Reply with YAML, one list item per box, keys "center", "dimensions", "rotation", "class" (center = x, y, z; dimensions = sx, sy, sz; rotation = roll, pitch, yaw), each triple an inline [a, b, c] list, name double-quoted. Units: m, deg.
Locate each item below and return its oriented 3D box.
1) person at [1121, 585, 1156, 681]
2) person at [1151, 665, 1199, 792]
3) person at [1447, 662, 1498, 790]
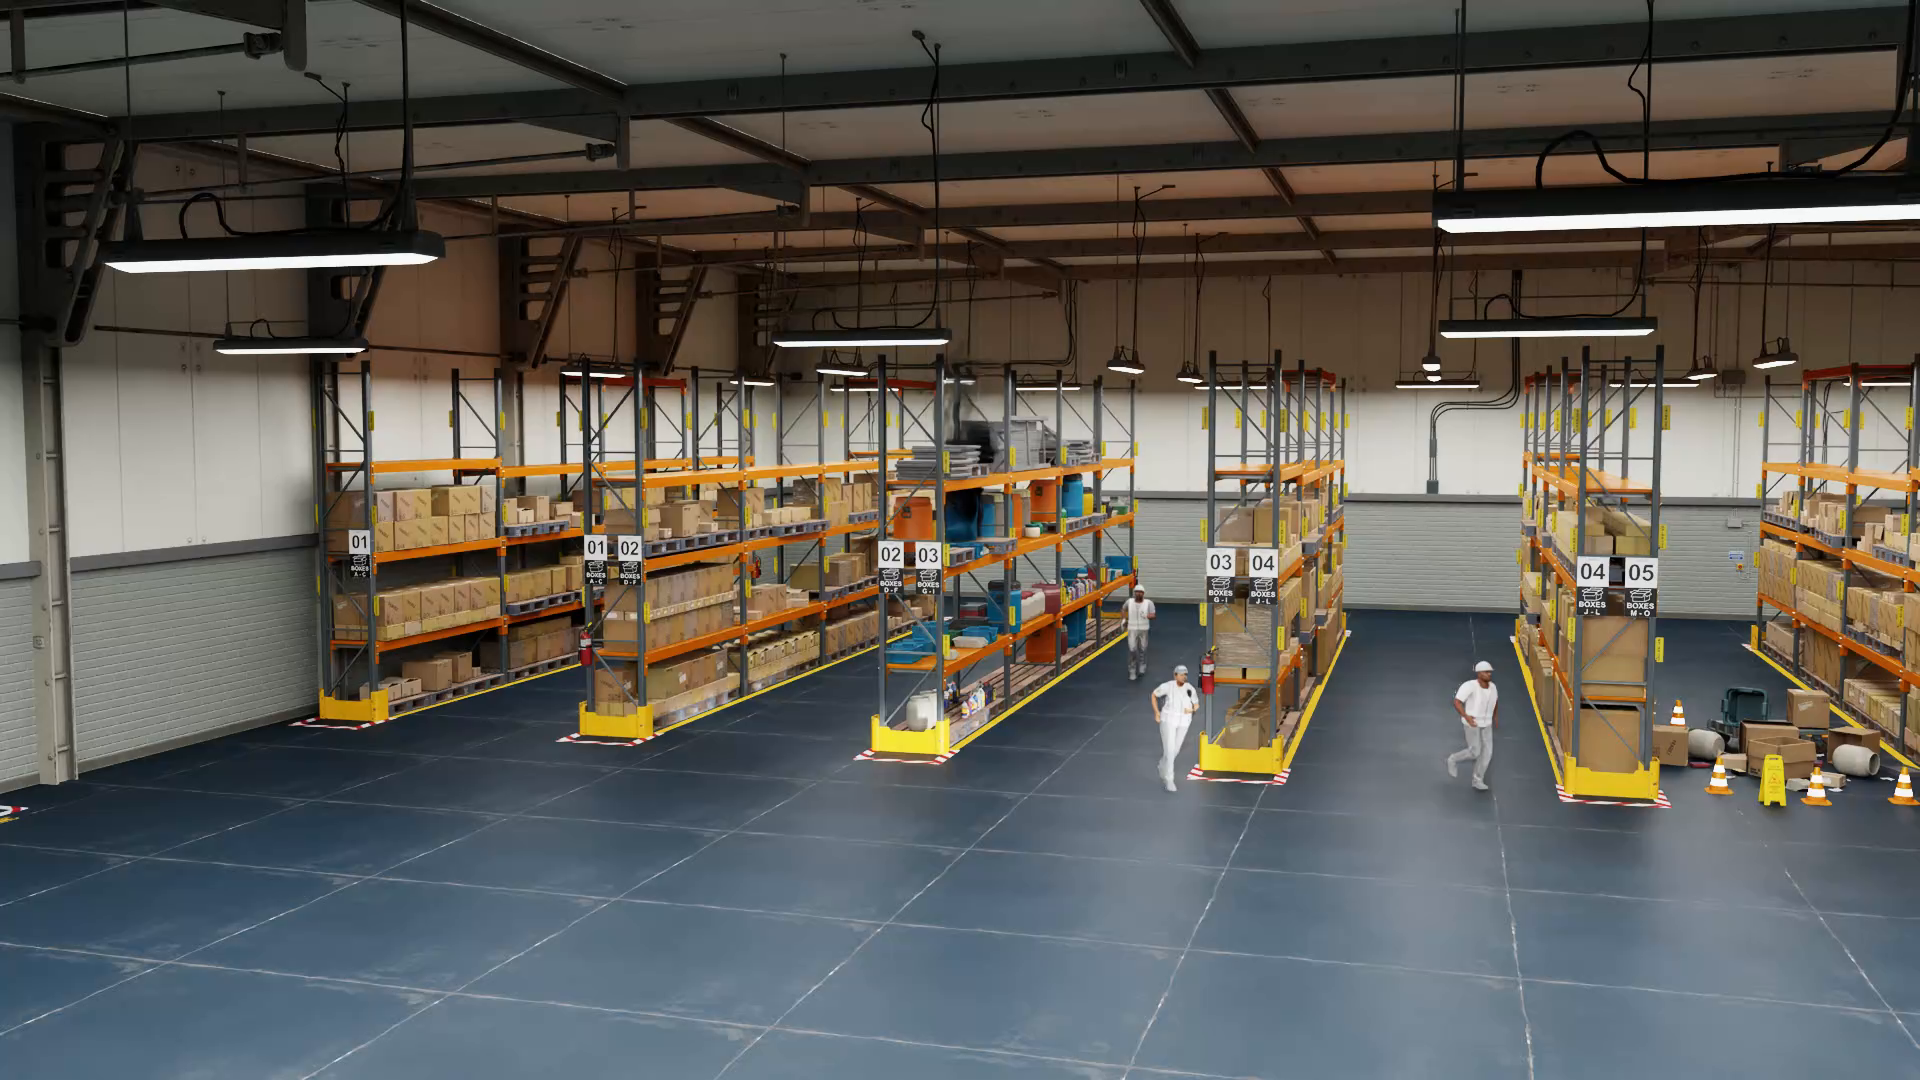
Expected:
- center: [3.476, 1.790, 32.431]
  dimensions: [0.670, 1.846, 0.804]
  rotation: [0, 4, 6]
  class: "person"
- center: [2.971, 2.562, 22.862]
  dimensions: [0.615, 1.702, 0.835]
  rotation: [-1, 4, -16]
  class: "person"
- center: [7.074, 2.512, 22.831]
  dimensions: [0.728, 1.735, 0.711]
  rotation: [-2, 5, -30]
  class: "person"
